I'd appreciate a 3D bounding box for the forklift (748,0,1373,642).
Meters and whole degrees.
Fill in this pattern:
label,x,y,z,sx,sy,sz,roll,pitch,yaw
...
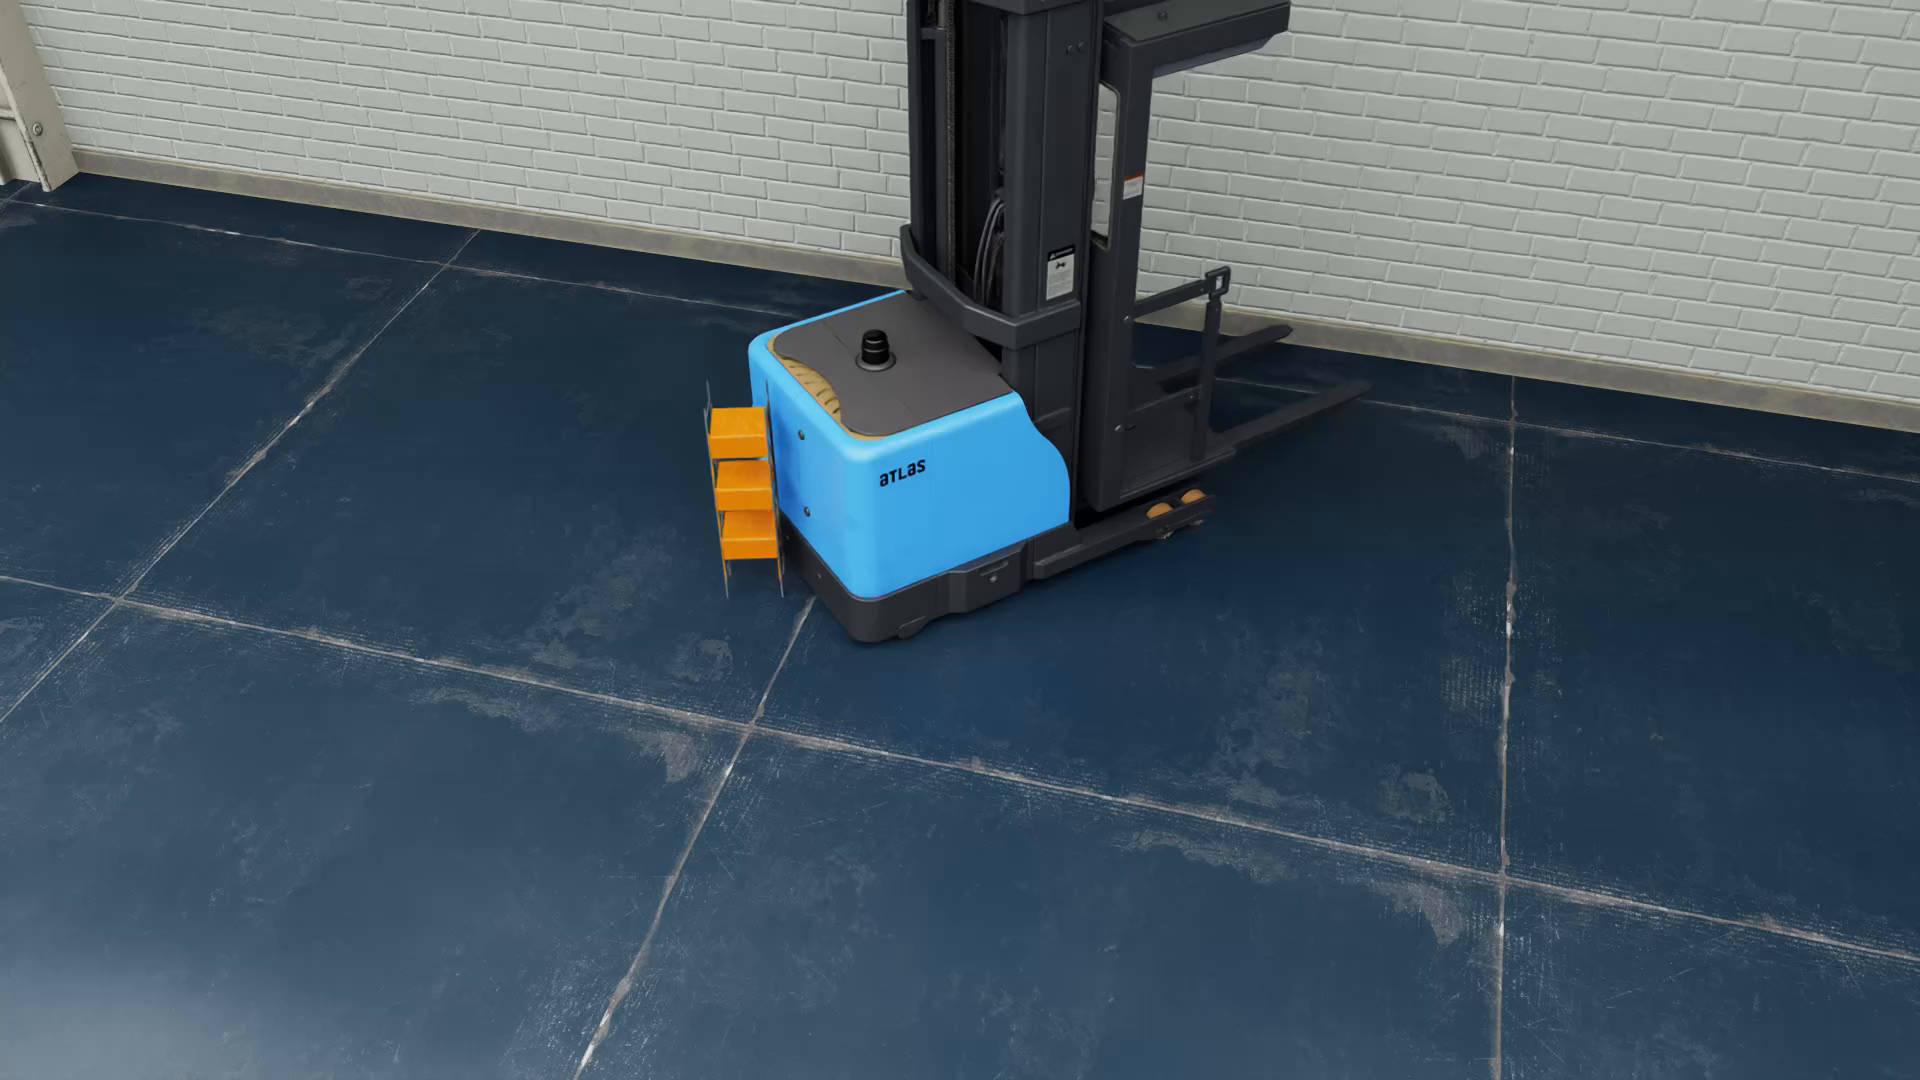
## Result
label,x,y,z,sx,sy,sz,roll,pitch,yaw
forklift,0.602,-1.397,7.135,3.031,2.935,1.130,-21,45,-23

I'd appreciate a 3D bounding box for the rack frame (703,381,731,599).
label,x,y,z,sx,sy,sz,roll,pitch,yaw
rack frame,-1.043,-0.197,7.165,0.008,1.050,0.200,-2,41,-2

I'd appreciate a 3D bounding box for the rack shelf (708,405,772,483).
label,x,y,z,sx,sy,sz,roll,pitch,yaw
rack shelf,-0.920,-0.407,6.990,0.240,0.259,0.215,-2,41,-2

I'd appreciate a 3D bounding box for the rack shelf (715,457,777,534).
label,x,y,z,sx,sy,sz,roll,pitch,yaw
rack shelf,-0.921,-0.193,7.177,0.240,0.259,0.215,-2,41,-2

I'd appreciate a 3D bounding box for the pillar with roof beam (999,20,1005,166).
label,x,y,z,sx,sy,sz,roll,pitch,yaw
pillar with roof beam,-1.116,-2.065,3.212,0.400,9.000,9.100,10,41,11

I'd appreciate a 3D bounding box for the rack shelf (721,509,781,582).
label,x,y,z,sx,sy,sz,roll,pitch,yaw
rack shelf,-0.921,0.016,7.359,0.240,0.259,0.215,-2,41,-2

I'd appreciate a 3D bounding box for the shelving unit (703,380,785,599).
label,x,y,z,sx,sy,sz,roll,pitch,yaw
shelving unit,-0.921,-0.201,7.170,0.252,1.050,0.215,-2,41,-2

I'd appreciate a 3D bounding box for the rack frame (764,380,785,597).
label,x,y,z,sx,sy,sz,roll,pitch,yaw
rack frame,-0.799,-0.205,7.174,0.008,1.050,0.200,-2,41,-2

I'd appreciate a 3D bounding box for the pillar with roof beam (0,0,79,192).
label,x,y,z,sx,sy,sz,roll,pitch,yaw
pillar with roof beam,-6.912,-3.062,4.399,0.400,9.000,9.100,10,41,11
